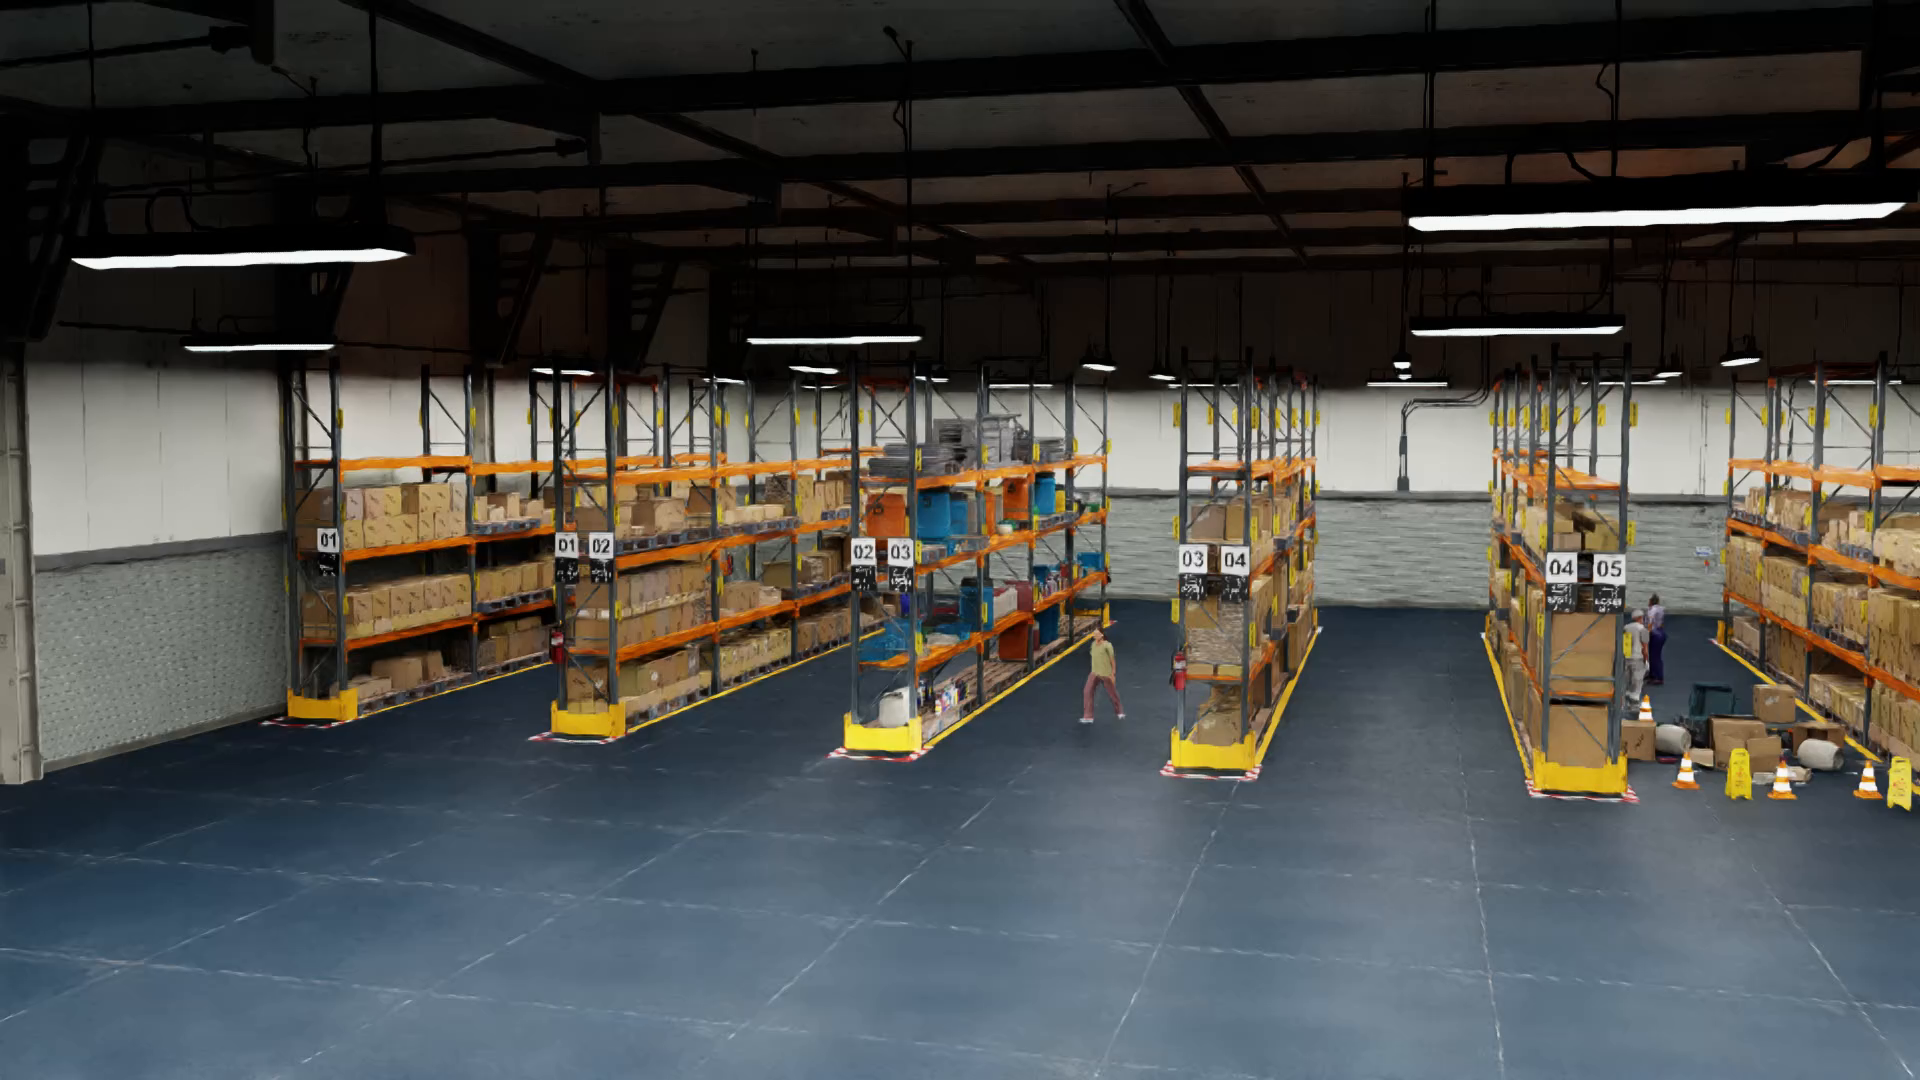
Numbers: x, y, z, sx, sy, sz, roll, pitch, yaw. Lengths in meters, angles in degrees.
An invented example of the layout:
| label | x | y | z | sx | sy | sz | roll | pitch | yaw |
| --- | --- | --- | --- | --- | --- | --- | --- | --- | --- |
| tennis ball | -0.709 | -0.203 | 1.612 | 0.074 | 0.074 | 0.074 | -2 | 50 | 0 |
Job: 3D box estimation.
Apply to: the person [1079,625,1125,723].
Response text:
| label | x | y | z | sx | sy | sz | roll | pitch | yaw |
| --- | --- | --- | --- | --- | --- | --- | --- | --- | --- |
| person | 2.362 | 2.201 | 27.332 | 0.491 | 1.587 | 0.953 | 3 | 5 | 35 |

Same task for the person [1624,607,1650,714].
| label | x | y | z | sx | sy | sz | roll | pitch | yaw |
| --- | --- | --- | --- | --- | --- | --- | --- | --- | --- |
| person | 11.467 | 2.032 | 28.109 | 0.442 | 1.784 | 0.606 | -1 | 4 | -14 |

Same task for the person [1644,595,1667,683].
| label | x | y | z | sx | sy | sz | roll | pitch | yaw |
| --- | --- | --- | --- | --- | --- | --- | --- | --- | --- |
| person | 13.151 | 1.871 | 31.570 | 0.549 | 1.607 | 0.599 | 4 | 6 | 44 |

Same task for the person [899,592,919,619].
| label | x | y | z | sx | sy | sz | roll | pitch | yaw |
| --- | --- | --- | --- | --- | --- | --- | --- | --- | --- |
| person | -1.059 | 1.695 | 34.860 | 0.461 | 1.483 | 0.989 | 1 | 4 | 14 |
